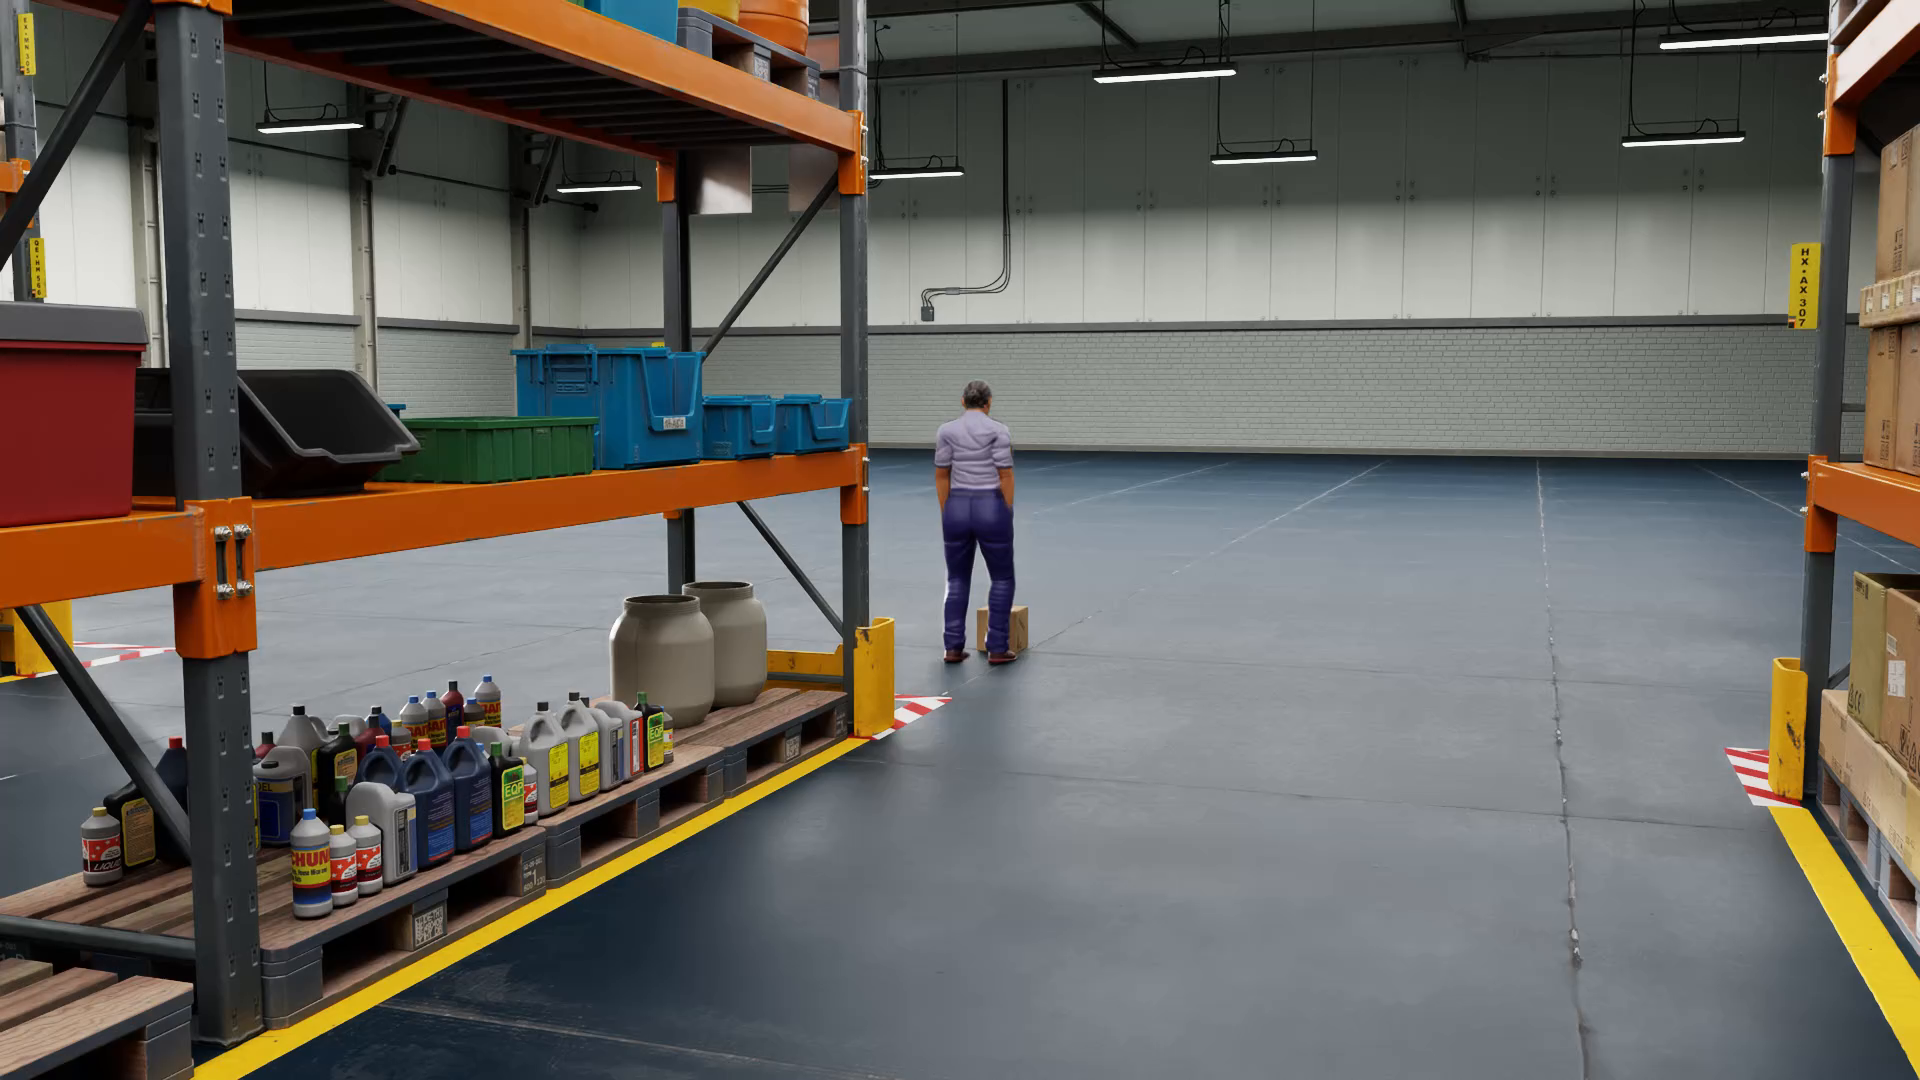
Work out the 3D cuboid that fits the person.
[{"bbox_3d":[0.084,-0.104,9.572,0.480,1.635,0.343,2,6,20],"label":"person"}]
